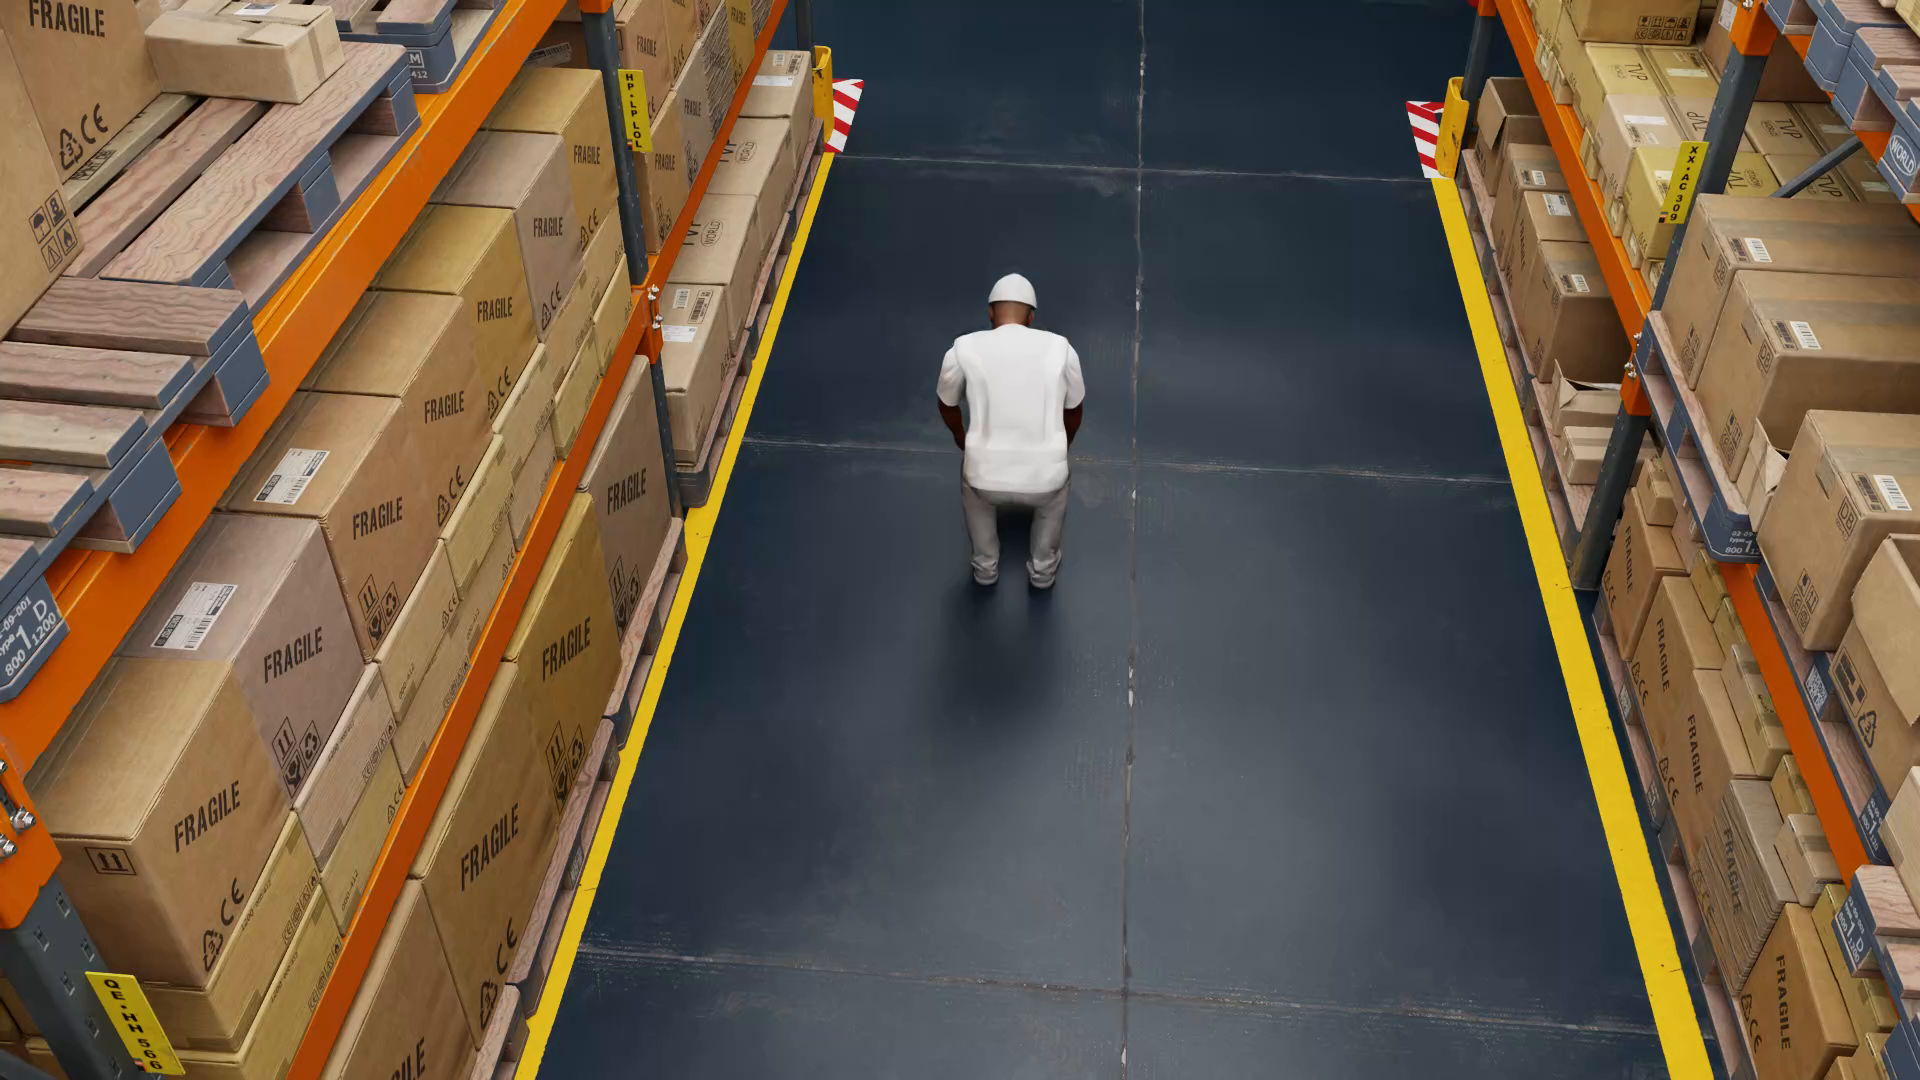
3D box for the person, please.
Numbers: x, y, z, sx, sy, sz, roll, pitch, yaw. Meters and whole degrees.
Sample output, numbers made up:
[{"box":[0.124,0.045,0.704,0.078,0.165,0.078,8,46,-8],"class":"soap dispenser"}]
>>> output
[{"box":[0.203,-0.416,7.033,0.626,1.260,0.823,3,40,4],"class":"person"}]
